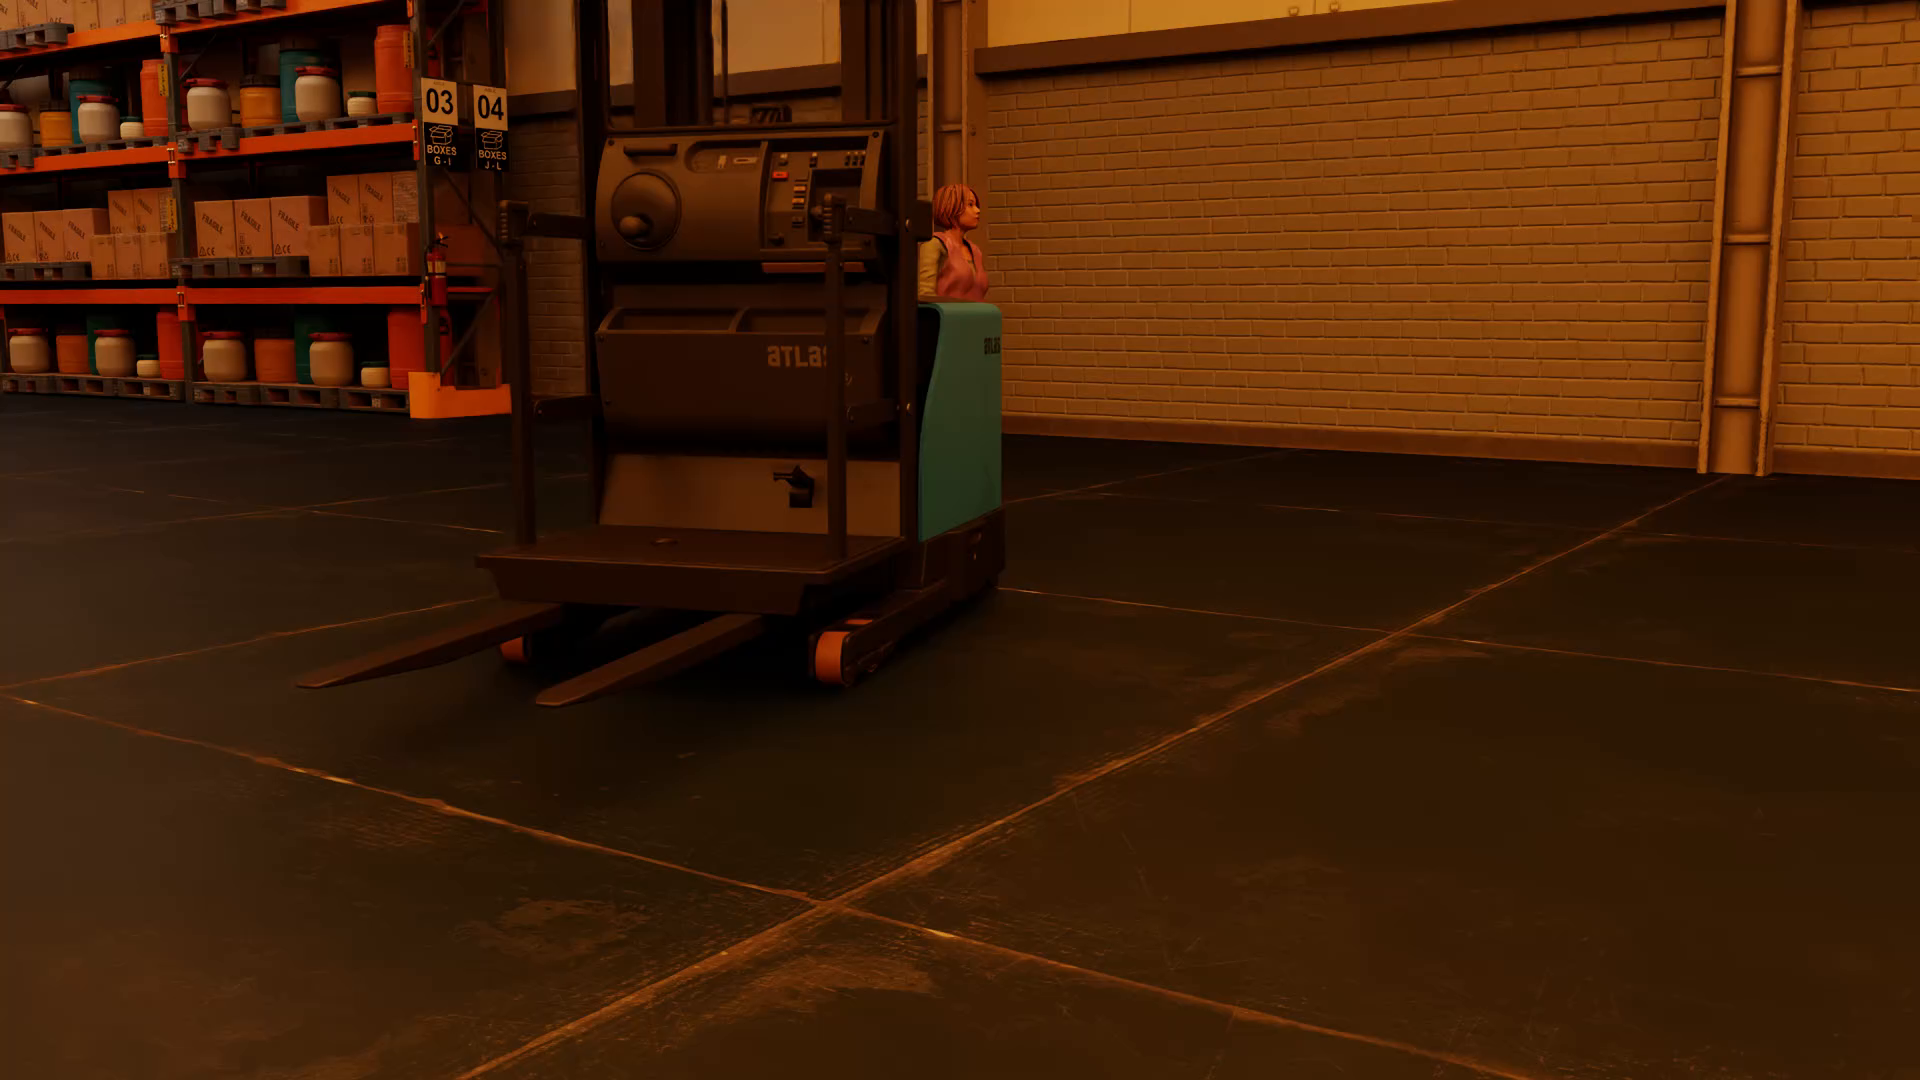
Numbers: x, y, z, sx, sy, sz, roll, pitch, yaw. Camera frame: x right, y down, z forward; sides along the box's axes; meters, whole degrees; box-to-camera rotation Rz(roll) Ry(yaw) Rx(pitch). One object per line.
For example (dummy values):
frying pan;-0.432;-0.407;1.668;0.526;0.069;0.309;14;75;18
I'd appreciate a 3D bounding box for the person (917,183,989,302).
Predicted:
person;0.054;-0.790;7.438;0.473;1.599;0.521;5;10;34

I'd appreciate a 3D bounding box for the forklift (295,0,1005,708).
forklift;-0.741;-1.096;4.899;1.130;2.935;3.031;2;8;17
